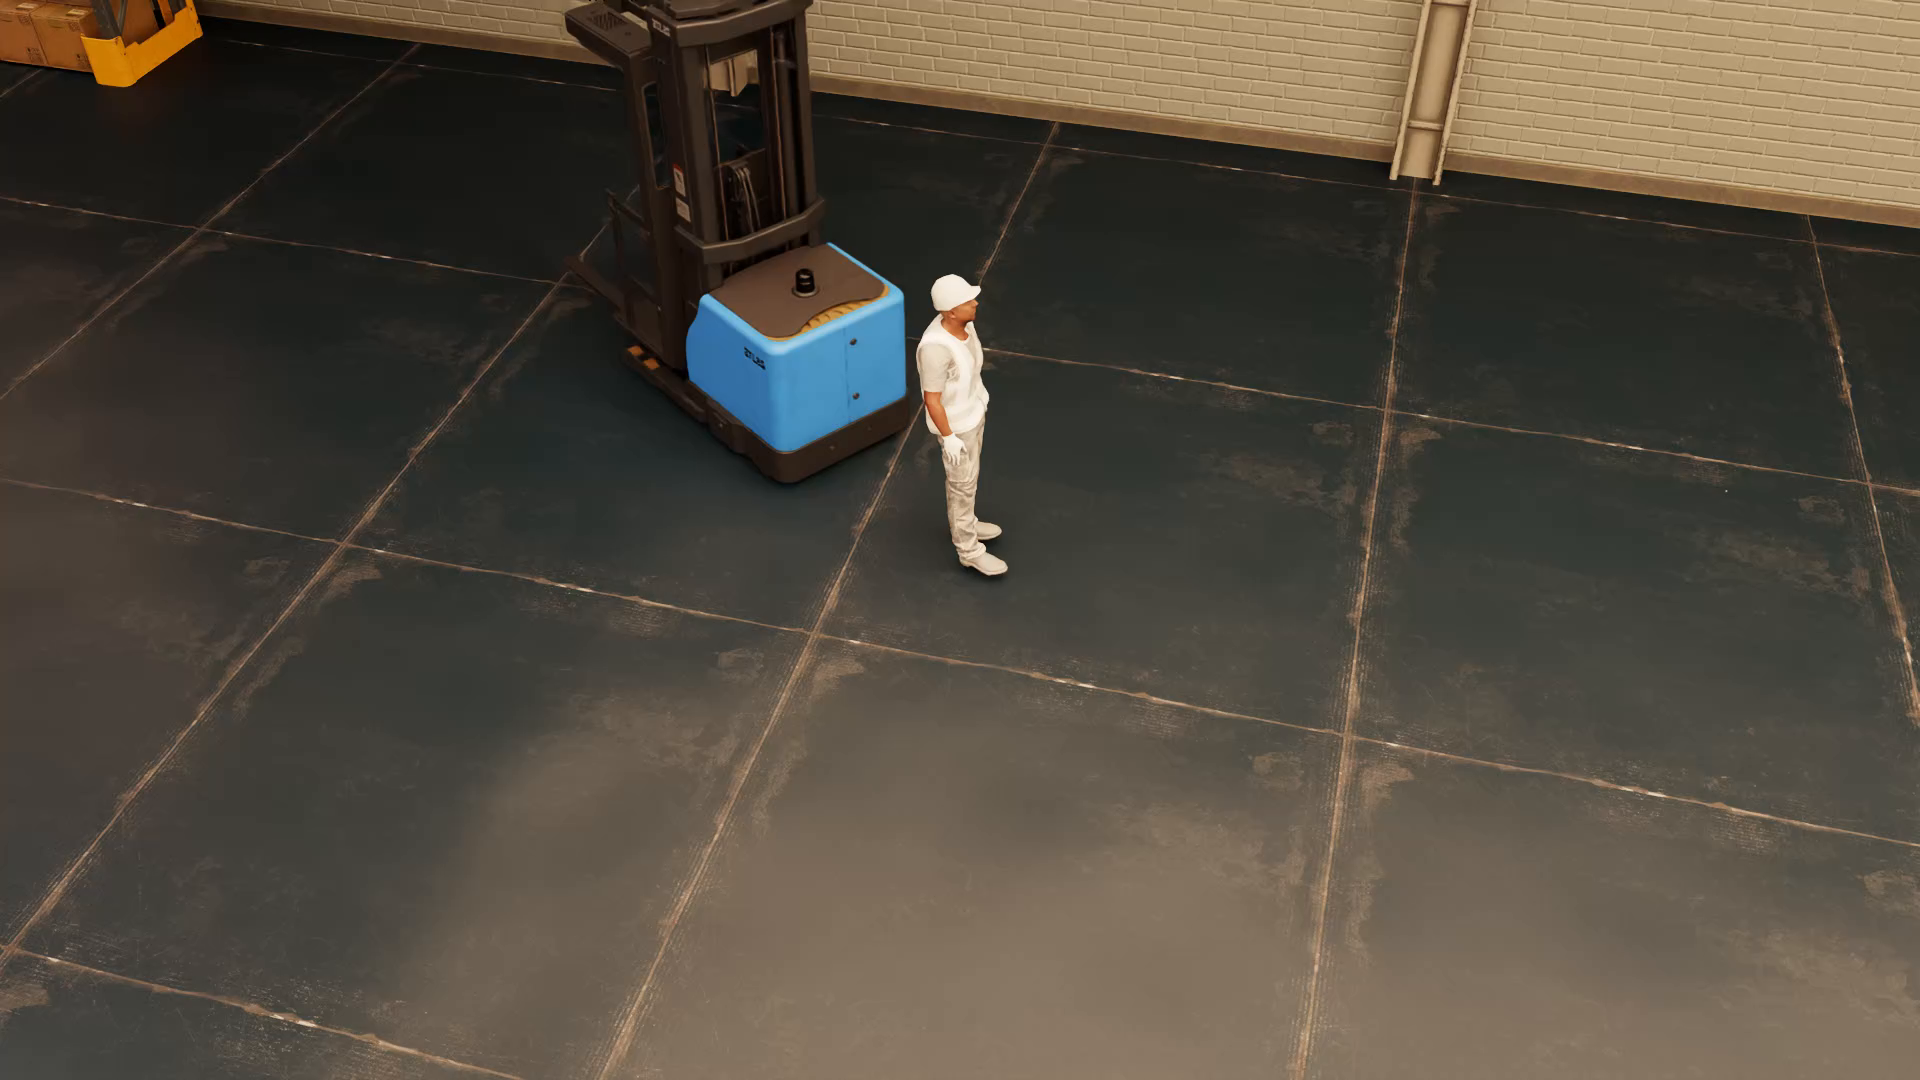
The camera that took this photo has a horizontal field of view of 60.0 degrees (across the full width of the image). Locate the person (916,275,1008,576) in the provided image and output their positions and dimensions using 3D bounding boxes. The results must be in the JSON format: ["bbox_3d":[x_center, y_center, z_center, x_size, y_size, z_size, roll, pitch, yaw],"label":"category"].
[{"bbox_3d":[0.067,-0.689,9.446,0.577,1.781,0.656,10,42,11],"label":"person"}]

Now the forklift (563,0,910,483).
[{"bbox_3d":[-1.660,-2.359,10.553,1.130,2.935,3.031,-29,49,-29],"label":"forklift"}]
